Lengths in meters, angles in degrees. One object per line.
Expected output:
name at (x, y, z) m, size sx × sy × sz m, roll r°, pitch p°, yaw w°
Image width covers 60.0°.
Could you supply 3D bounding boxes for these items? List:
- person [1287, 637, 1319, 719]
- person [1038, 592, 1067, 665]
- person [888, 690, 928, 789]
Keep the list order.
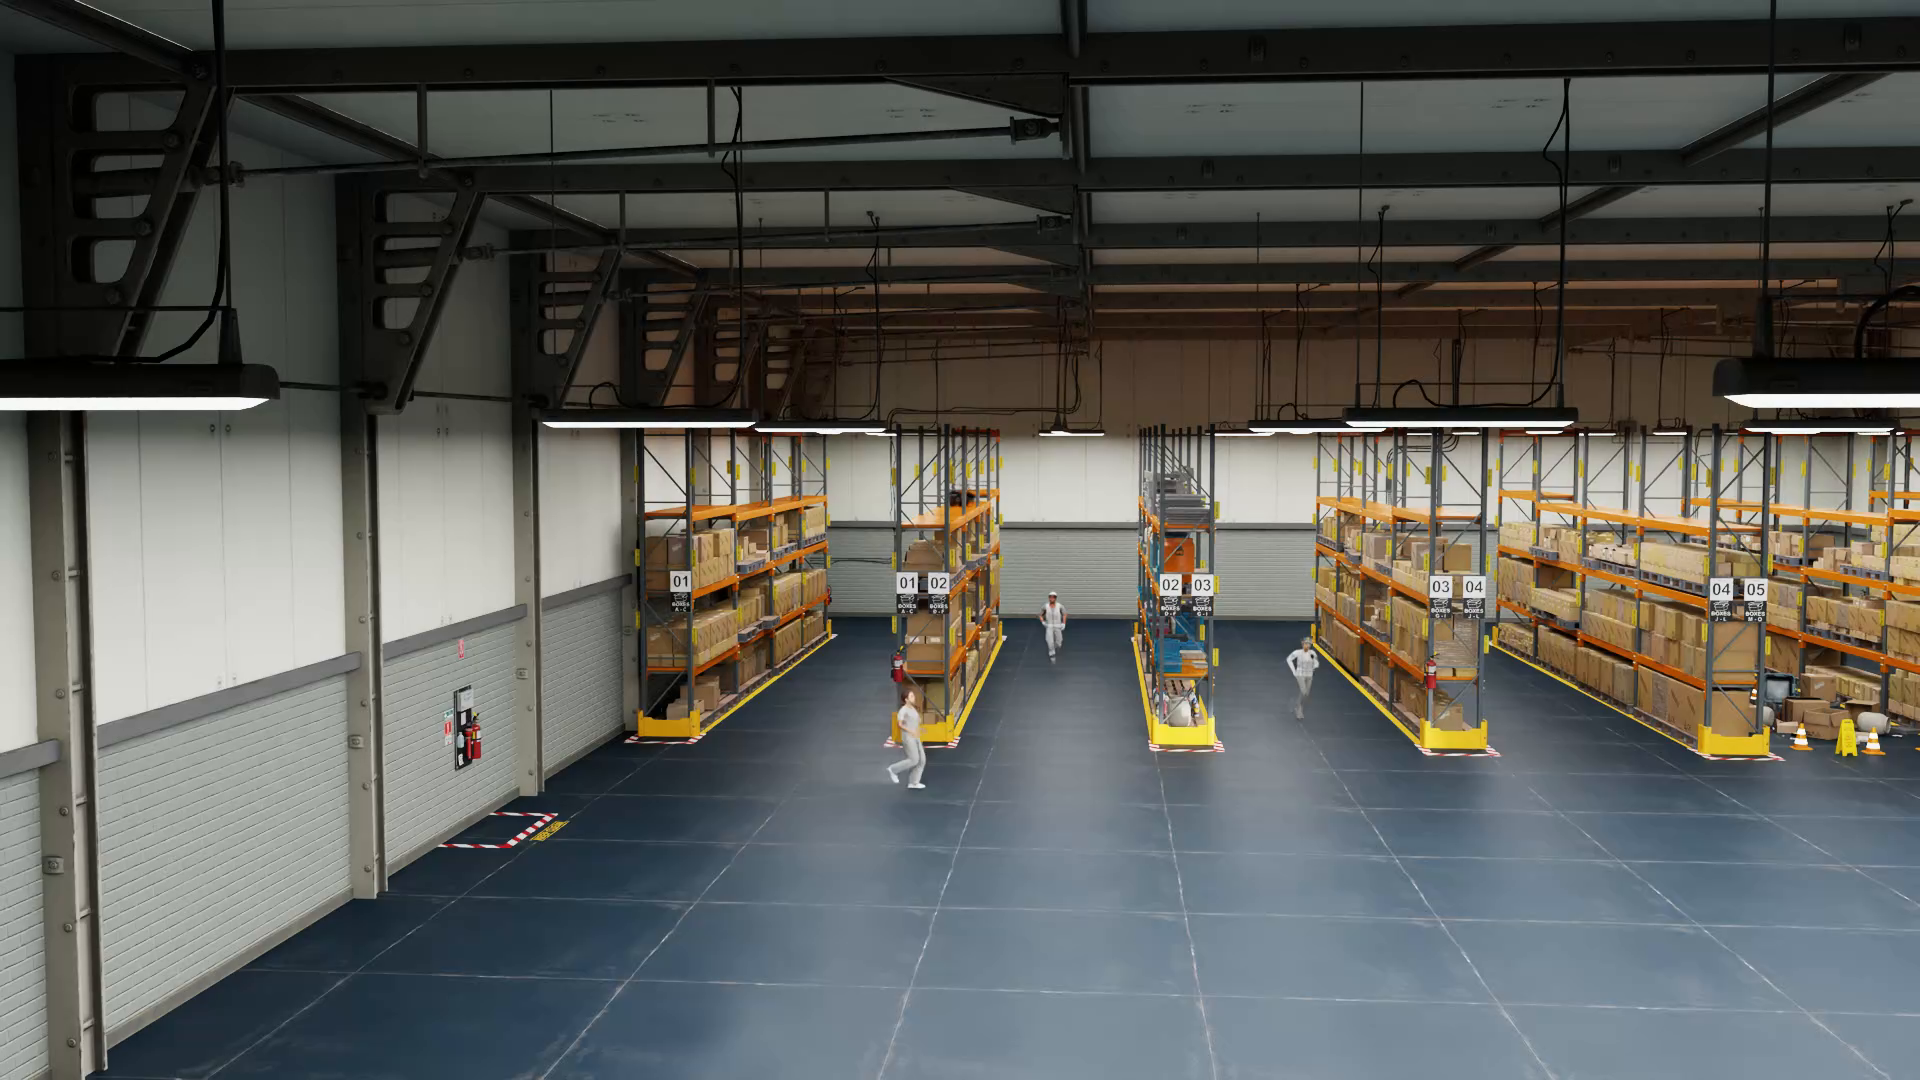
person at (7.053, 2.812, 34.055) m, size 0.600 × 1.687 × 0.716 m, roll -1°, pitch 4°, yaw -12°
person at (2.241, 2.129, 40.235) m, size 0.688 × 1.741 × 0.664 m, roll 0°, pitch 3°, yaw -3°
person at (-0.850, 3.260, 27.219) m, size 0.625 × 1.601 × 0.564 m, roll 1°, pitch 4°, yaw 23°
